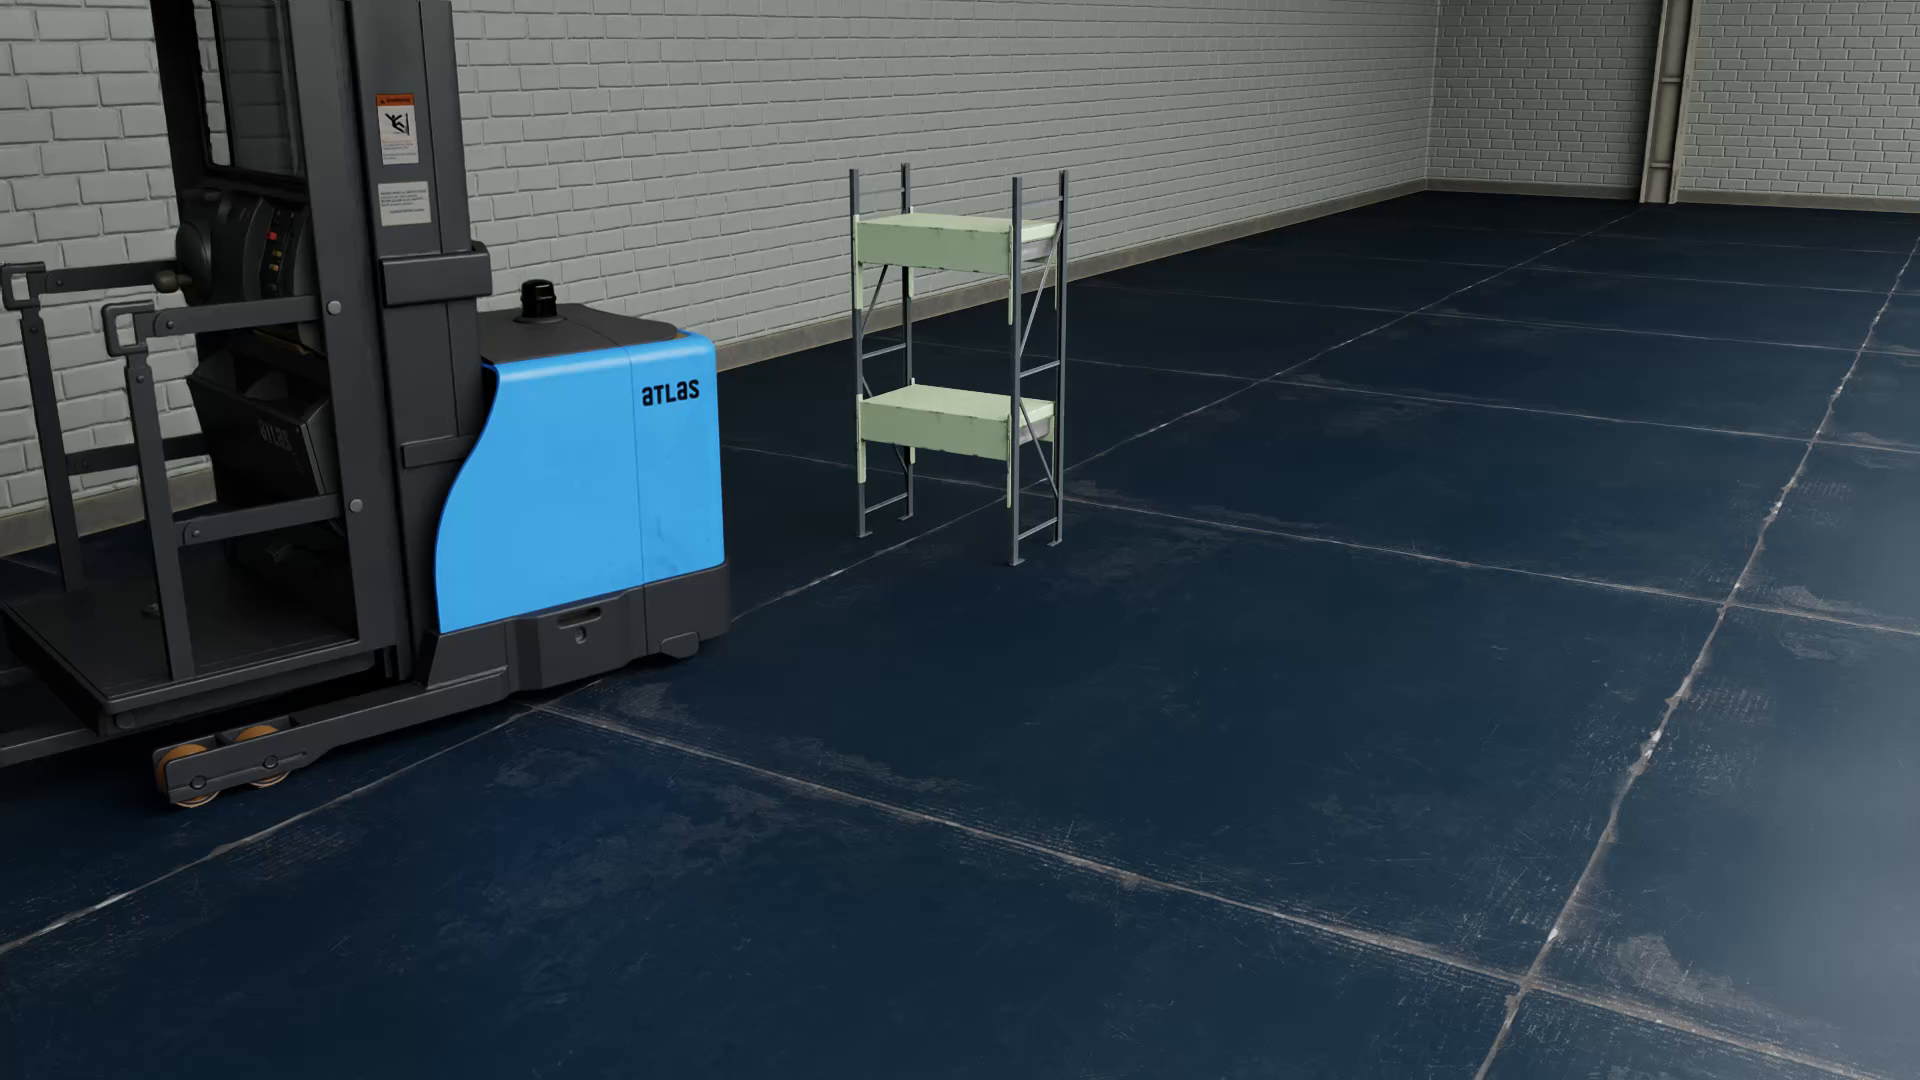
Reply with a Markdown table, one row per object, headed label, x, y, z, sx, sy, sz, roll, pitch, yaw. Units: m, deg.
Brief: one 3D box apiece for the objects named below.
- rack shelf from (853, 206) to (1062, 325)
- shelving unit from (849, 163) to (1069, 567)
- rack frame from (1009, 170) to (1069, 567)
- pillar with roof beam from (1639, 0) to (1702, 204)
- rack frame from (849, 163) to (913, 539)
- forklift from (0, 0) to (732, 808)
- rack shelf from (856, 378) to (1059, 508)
| label | x | y | z | sx | sy | sz | roll | pitch | yaw |
| --- | --- | --- | --- | --- | --- | --- | --- | --- | --- |
| rack shelf | -0.006 | -1.092 | 6.553 | 0.720 | 0.370 | 0.431 | 10 | 20 | 30 |
| shelving unit | -0.006 | -0.719 | 6.667 | 0.755 | 1.500 | 0.431 | 10 | 20 | 30 |
| rack frame | 0.306 | -0.663 | 6.483 | 0.023 | 1.500 | 0.400 | 10 | 20 | 30 |
| pillar with roof beam | 6.479 | -7.469 | 15.986 | 0.400 | 9.000 | 9.100 | 10 | 20 | 30 |
| rack frame | -0.318 | -0.774 | 6.850 | 0.023 | 1.500 | 0.400 | 10 | 20 | 30 |
| forklift | -2.209 | -0.850 | 4.637 | 3.031 | 2.935 | 1.130 | -15 | 22 | -40 |
| rack shelf | -0.006 | -0.407 | 6.761 | 0.720 | 0.370 | 0.431 | 10 | 20 | 30 |
